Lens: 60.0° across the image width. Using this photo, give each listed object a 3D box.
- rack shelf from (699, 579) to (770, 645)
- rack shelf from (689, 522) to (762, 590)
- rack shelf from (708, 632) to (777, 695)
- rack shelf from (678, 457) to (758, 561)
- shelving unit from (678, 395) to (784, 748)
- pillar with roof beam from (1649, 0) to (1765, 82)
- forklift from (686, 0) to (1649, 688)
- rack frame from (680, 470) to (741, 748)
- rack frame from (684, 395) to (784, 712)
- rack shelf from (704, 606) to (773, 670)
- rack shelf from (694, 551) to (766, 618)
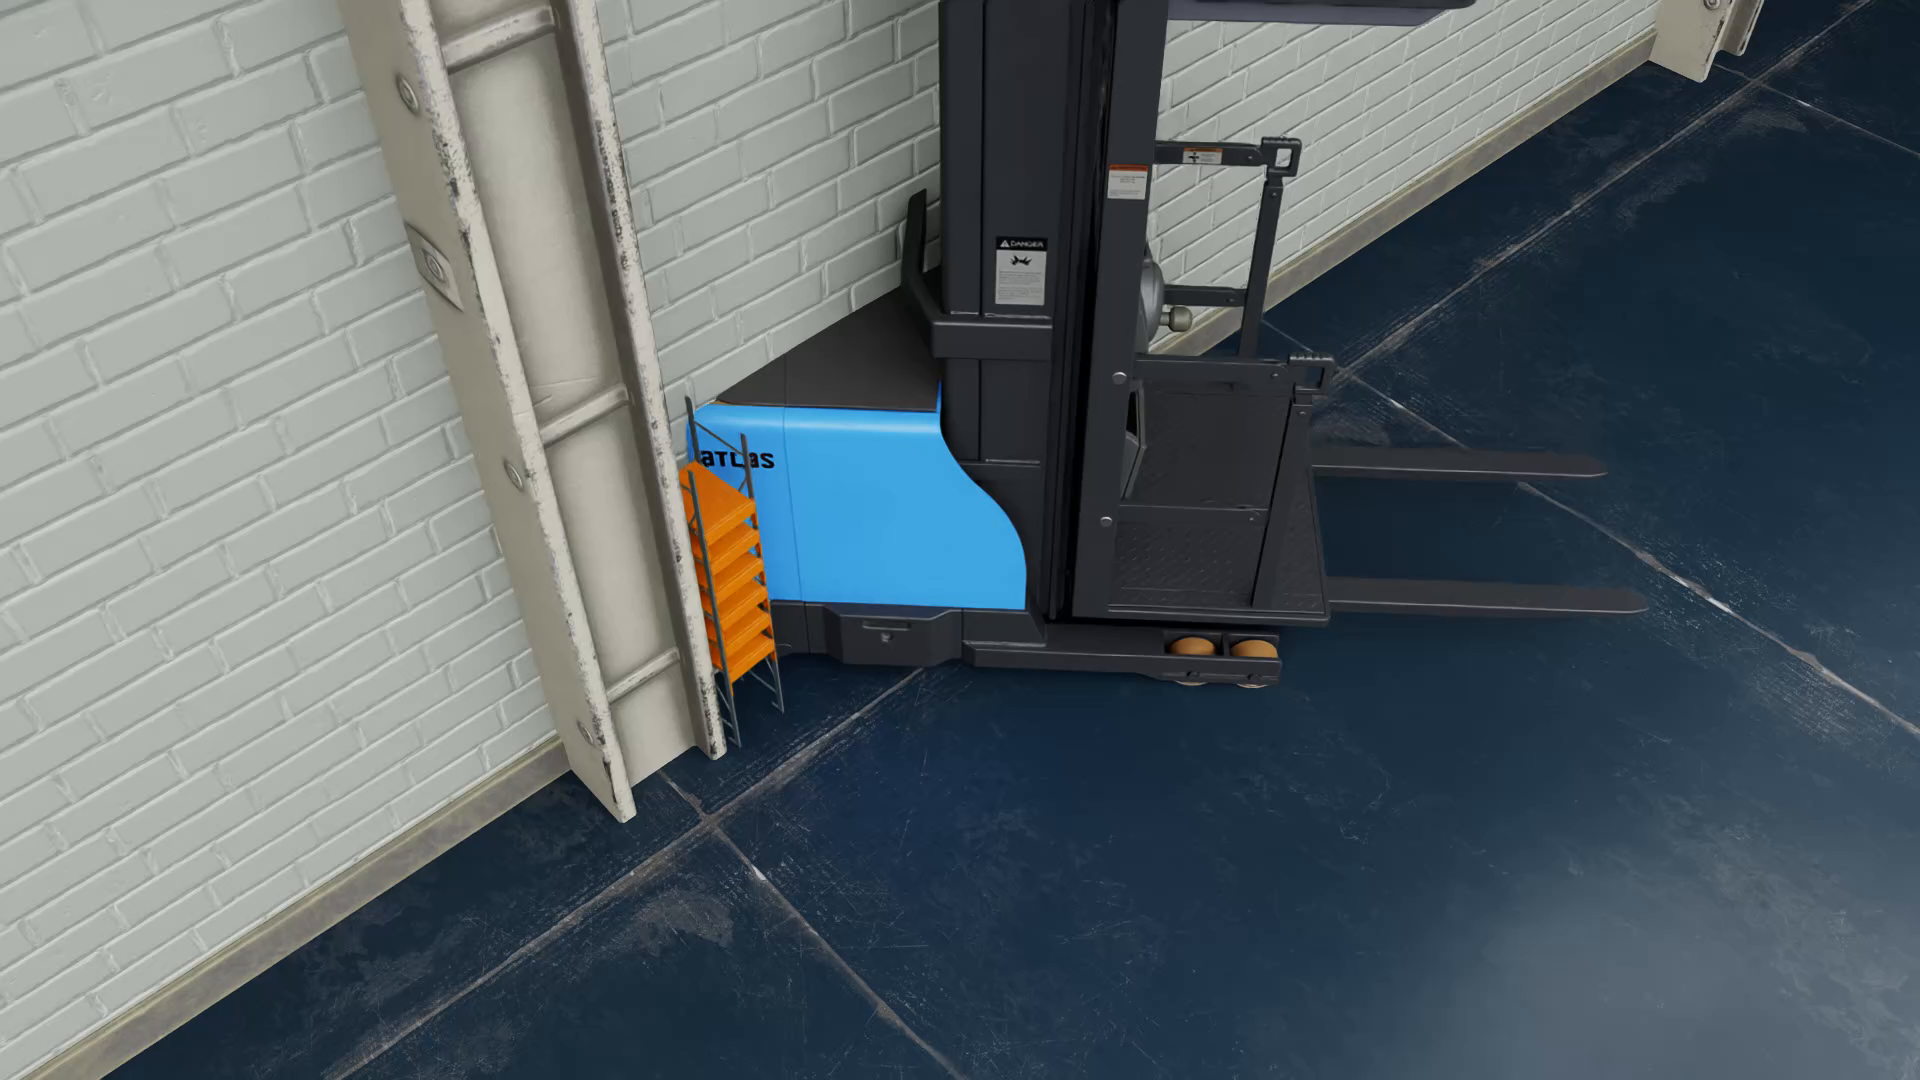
[{"bbox_3d":[-0.710,0.157,4.848,0.258,0.103,0.180,34,56,27],"label":"rack shelf"},{"bbox_3d":[-0.711,-0.006,4.672,0.258,0.103,0.180,34,56,27],"label":"rack shelf"},{"bbox_3d":[-0.708,0.320,5.024,0.258,0.103,0.180,34,56,27],"label":"rack shelf"},{"bbox_3d":[-0.711,-0.087,4.583,0.258,0.103,0.180,34,56,27],"label":"rack shelf"},{"bbox_3d":[-0.710,0.127,4.815,0.258,1.200,0.189,34,56,27],"label":"shelving unit"},{"bbox_3d":[6.368,-3.010,2.405,0.400,9.000,9.100,-34,56,-27],"label":"pillar with roof beam"},{"bbox_3d":[0.679,-0.925,4.609,3.031,2.935,1.130,2,47,2],"label":"forklift"},{"bbox_3d":[-0.771,0.177,4.770,0.240,1.200,0.006,34,56,27],"label":"rack frame"},{"bbox_3d":[-0.648,0.077,4.861,0.240,1.200,0.006,34,56,27],"label":"rack frame"},{"bbox_3d":[-0.709,0.238,4.936,0.258,0.103,0.180,34,56,27],"label":"rack shelf"},{"bbox_3d":[-0.710,0.076,4.760,0.258,0.103,0.180,34,56,27],"label":"rack shelf"}]
